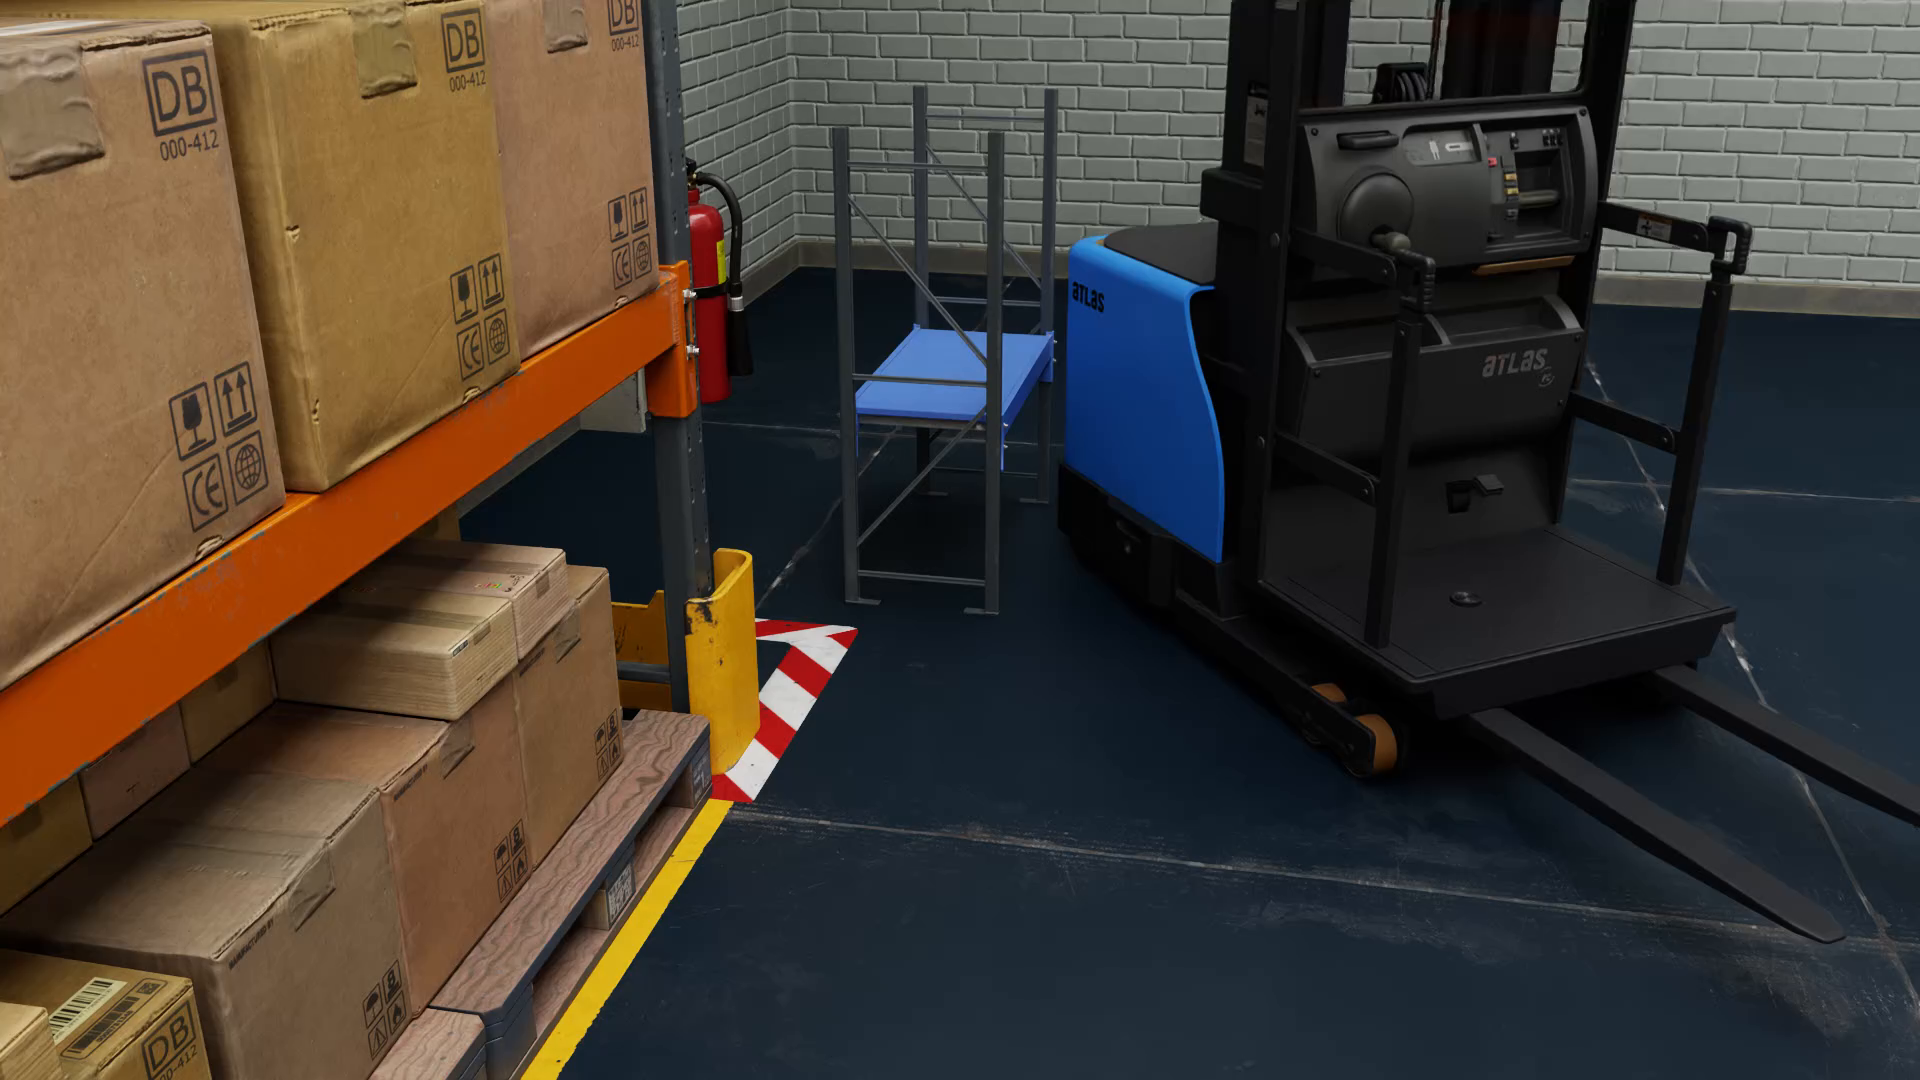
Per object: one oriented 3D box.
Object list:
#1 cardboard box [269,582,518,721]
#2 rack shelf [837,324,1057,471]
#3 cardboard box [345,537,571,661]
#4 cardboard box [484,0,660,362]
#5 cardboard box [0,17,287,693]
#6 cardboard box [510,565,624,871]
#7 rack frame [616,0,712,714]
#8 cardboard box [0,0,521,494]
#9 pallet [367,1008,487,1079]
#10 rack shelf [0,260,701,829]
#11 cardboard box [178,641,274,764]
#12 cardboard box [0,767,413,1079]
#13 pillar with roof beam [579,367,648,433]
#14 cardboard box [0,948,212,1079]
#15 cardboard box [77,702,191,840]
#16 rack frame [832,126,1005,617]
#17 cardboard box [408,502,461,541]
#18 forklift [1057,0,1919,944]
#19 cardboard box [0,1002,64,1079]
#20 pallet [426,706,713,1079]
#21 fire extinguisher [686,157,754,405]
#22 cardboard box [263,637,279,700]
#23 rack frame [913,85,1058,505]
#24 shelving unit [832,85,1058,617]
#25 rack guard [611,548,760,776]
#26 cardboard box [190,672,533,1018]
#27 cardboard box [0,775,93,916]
[{"bbox_3d":[-1.094,0.212,3.228,0.380,0.149,0.250,5,22,12],"label":"cardboard box"},{"bbox_3d":[-0.017,-0.498,5.563,0.538,0.185,1.000,4,22,11],"label":"rack shelf"},{"bbox_3d":[-1.043,0.118,3.461,0.380,0.149,0.250,4,22,10],"label":"cardboard box"},{"bbox_3d":[-1.244,-0.822,3.478,0.980,0.700,0.700,5,23,13],"label":"cardboard box"},{"bbox_3d":[-1.546,-0.277,2.125,0.980,0.700,0.700,3,22,8],"label":"cardboard box"},{"bbox_3d":[-1.195,0.358,3.733,0.700,0.500,0.500,4,22,11],"label":"cardboard box"},{"bbox_3d":[-1.150,-0.870,3.999,1.000,3.000,0.127,4,22,11],"label":"rack frame"},{"bbox_3d":[-1.382,-0.555,2.815,0.980,0.700,0.700,4,22,10],"label":"cardboard box"},{"bbox_3d":[-1.488,1.167,2.675,1.003,0.211,1.213,4,22,11],"label":"pallet"},{"bbox_3d":[-1.558,0.195,2.317,1.077,0.370,4.000,4,22,11],"label":"rack shelf"},{"bbox_3d":[-1.519,0.273,3.076,0.380,0.149,0.250,5,22,11],"label":"cardboard box"},{"bbox_3d":[-1.399,0.725,2.822,0.700,0.500,0.500,4,22,9],"label":"cardboard box"},{"bbox_3d":[2.769,-4.378,4.679,9.100,9.000,0.400,4,22,11],"label":"pillar with roof beam"},{"bbox_3d":[-1.500,0.921,2.336,0.700,0.500,0.500,5,22,12],"label":"cardboard box"},{"bbox_3d":[-1.570,0.366,2.845,0.380,0.149,0.250,5,22,12],"label":"cardboard box"},{"bbox_3d":[-0.121,-0.479,5.034,0.500,1.500,0.032,4,22,11],"label":"rack frame"},{"bbox_3d":[-1.365,-0.004,3.763,0.380,0.149,0.250,5,22,11],"label":"cardboard box"},{"bbox_3d":[1.400,-0.925,4.227,1.130,2.935,3.031,-9,24,-22],"label":"forklift"},{"bbox_3d":[-1.358,0.689,2.044,0.380,0.149,0.250,4,22,9],"label":"cardboard box"},{"bbox_3d":[-1.236,0.722,3.779,1.003,0.211,1.213,4,22,11],"label":"pallet"},{"bbox_3d":[-0.667,-0.681,4.133,0.296,0.674,0.183,4,22,11],"label":"fire extinguisher"},{"bbox_3d":[-1.468,0.182,3.303,0.380,0.149,0.250,5,22,11],"label":"cardboard box"},{"bbox_3d":[0.086,-0.850,5.958,0.500,1.500,0.032,4,22,11],"label":"rack frame"},{"bbox_3d":[-0.017,-0.665,5.496,0.538,1.500,1.048,4,22,11],"label":"shelving unit"},{"bbox_3d":[-1.145,0.281,4.488,1.175,0.500,0.348,4,22,11],"label":"rack guard"},{"bbox_3d":[-1.297,0.541,3.279,0.700,0.500,0.500,4,22,11],"label":"cardboard box"},{"bbox_3d":[-1.622,0.460,2.611,0.380,0.149,0.250,5,22,11],"label":"cardboard box"}]
